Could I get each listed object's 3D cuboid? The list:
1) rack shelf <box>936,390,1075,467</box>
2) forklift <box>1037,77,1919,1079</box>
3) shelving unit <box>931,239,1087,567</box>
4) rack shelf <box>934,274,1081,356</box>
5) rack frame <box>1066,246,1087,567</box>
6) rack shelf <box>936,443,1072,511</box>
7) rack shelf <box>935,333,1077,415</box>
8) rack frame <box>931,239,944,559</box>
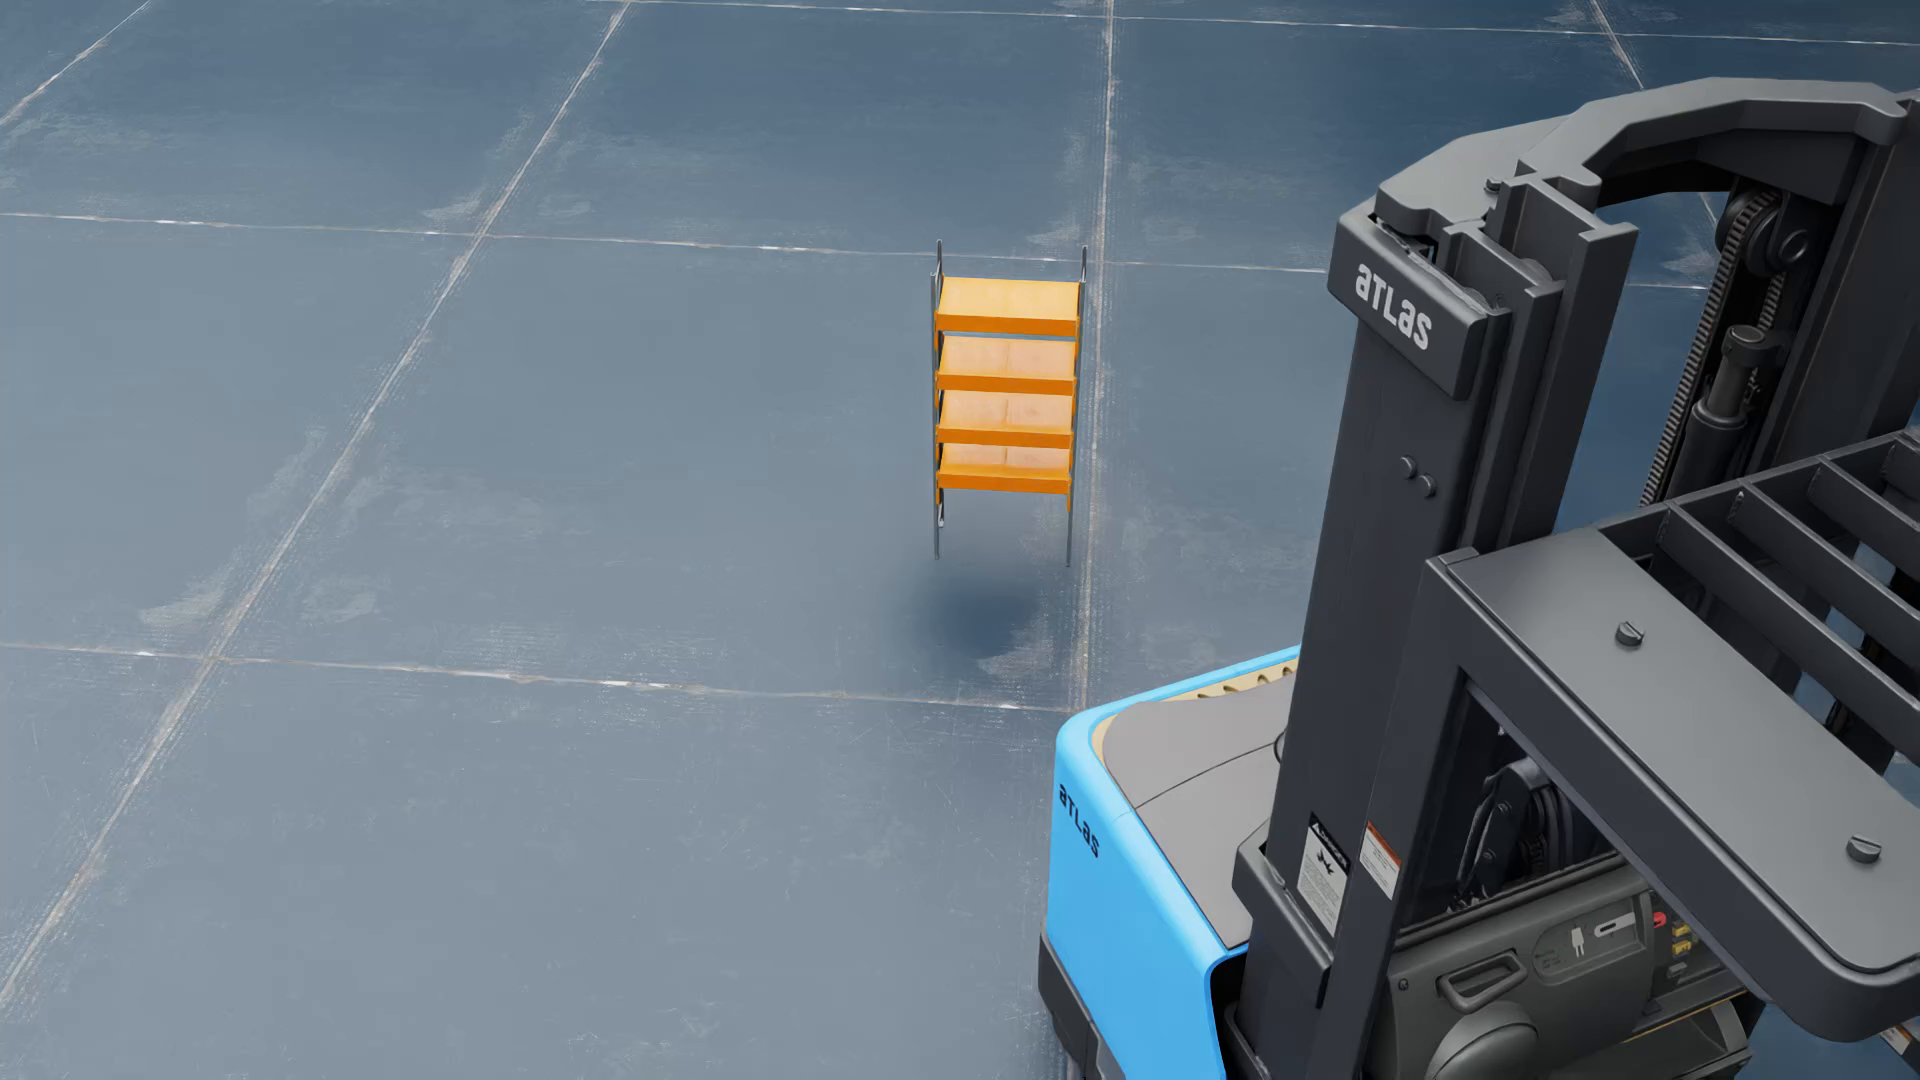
[{"bbox_3d":[0.165,-0.404,5.903,0.480,0.148,0.258,3,39,4],"label":"rack shelf"},{"bbox_3d":[1.254,0.868,2.862,1.130,2.935,3.031,-15,41,-18],"label":"forklift"},{"bbox_3d":[0.165,-0.456,5.860,0.503,1.200,0.258,3,39,4],"label":"shelving unit"},{"bbox_3d":[0.165,-0.761,5.612,0.480,0.148,0.258,3,39,4],"label":"rack shelf"},{"bbox_3d":[0.408,-0.443,5.844,0.015,1.200,0.240,3,39,4],"label":"rack frame"},{"bbox_3d":[0.165,-0.250,6.028,0.480,0.148,0.258,3,39,4],"label":"rack shelf"},{"bbox_3d":[0.165,-0.578,5.761,0.480,0.148,0.258,3,39,4],"label":"rack shelf"},{"bbox_3d":[-0.078,-0.470,5.876,0.015,1.200,0.240,3,39,4],"label":"rack frame"}]
